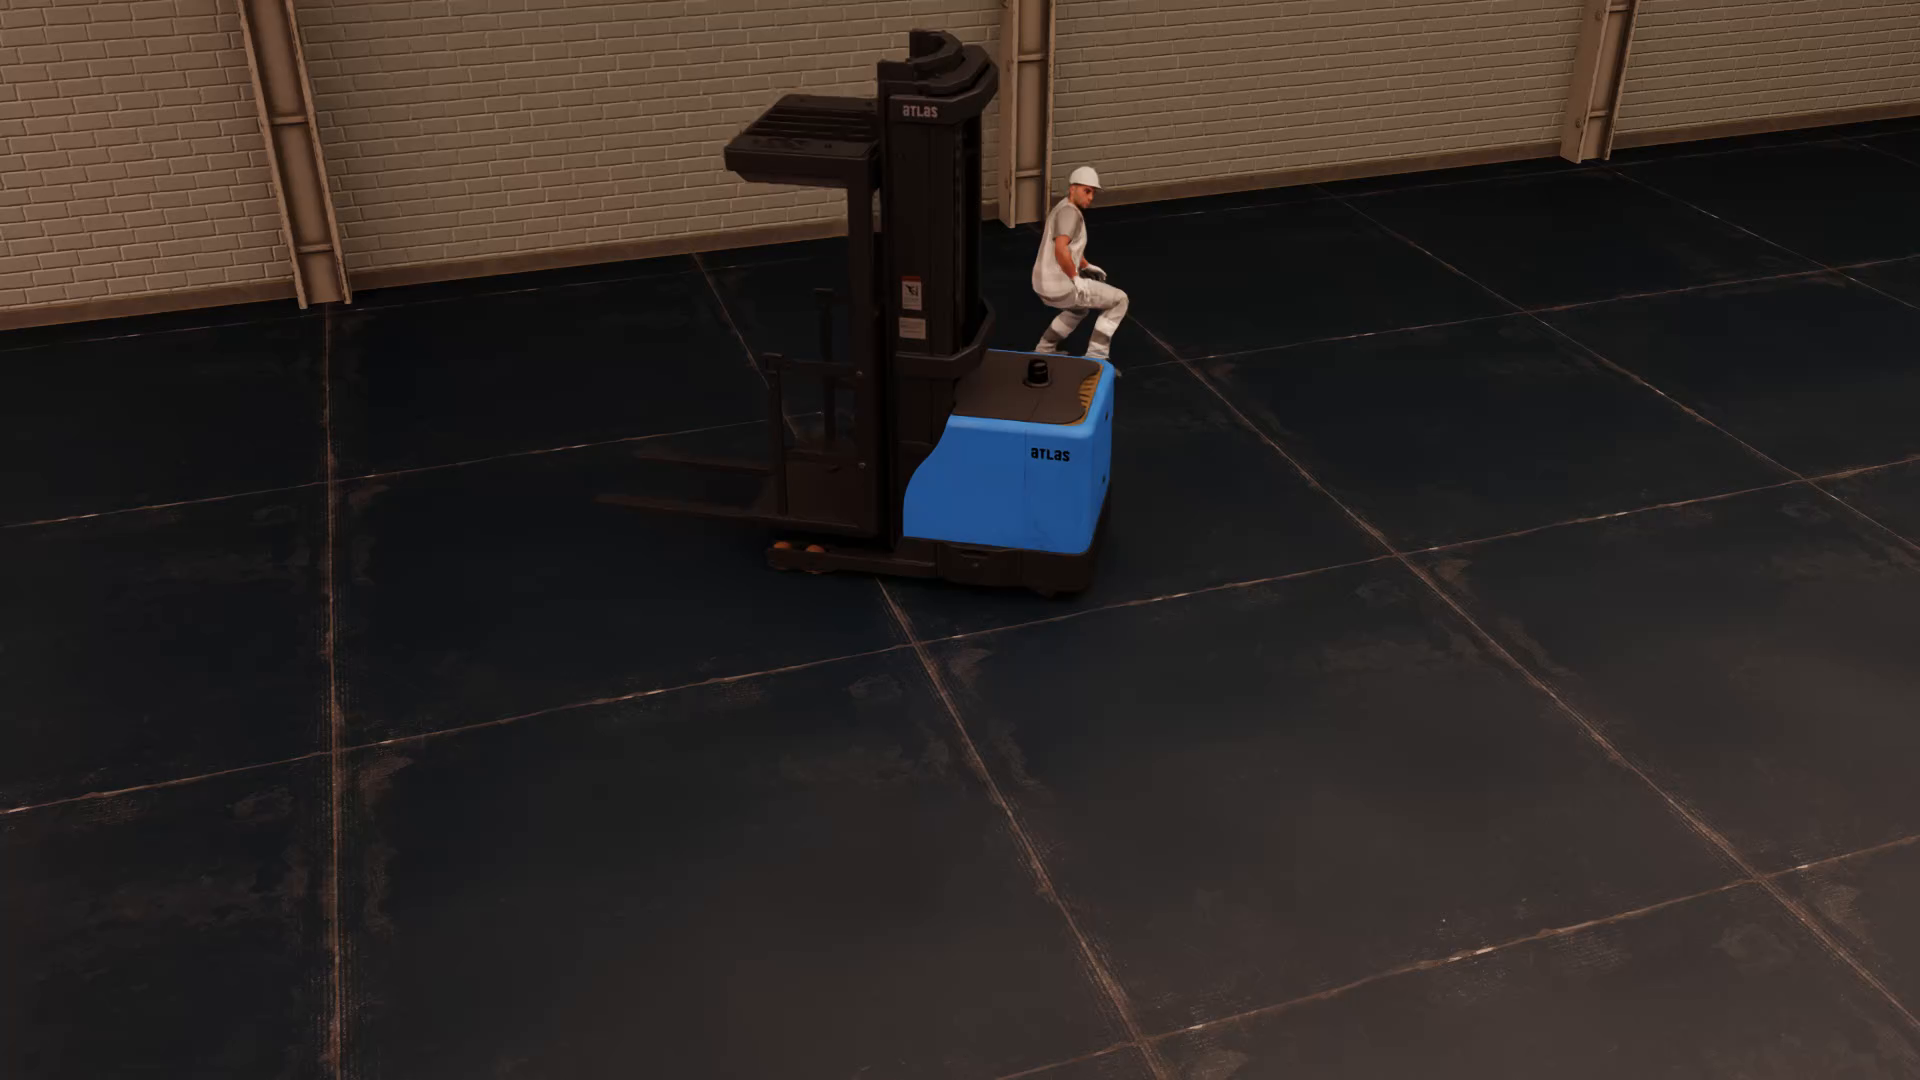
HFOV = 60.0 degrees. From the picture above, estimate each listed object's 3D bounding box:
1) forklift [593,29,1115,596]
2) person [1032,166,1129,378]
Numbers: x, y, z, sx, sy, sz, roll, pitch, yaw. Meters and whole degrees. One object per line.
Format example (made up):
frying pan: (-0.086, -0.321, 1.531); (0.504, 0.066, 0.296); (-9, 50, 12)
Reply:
forklift: (-0.656, -1.320, 9.381); (3.031, 2.935, 1.130); (6, 30, 11)
person: (0.847, -1.854, 11.774); (0.680, 1.537, 0.811); (-9, 31, -15)
